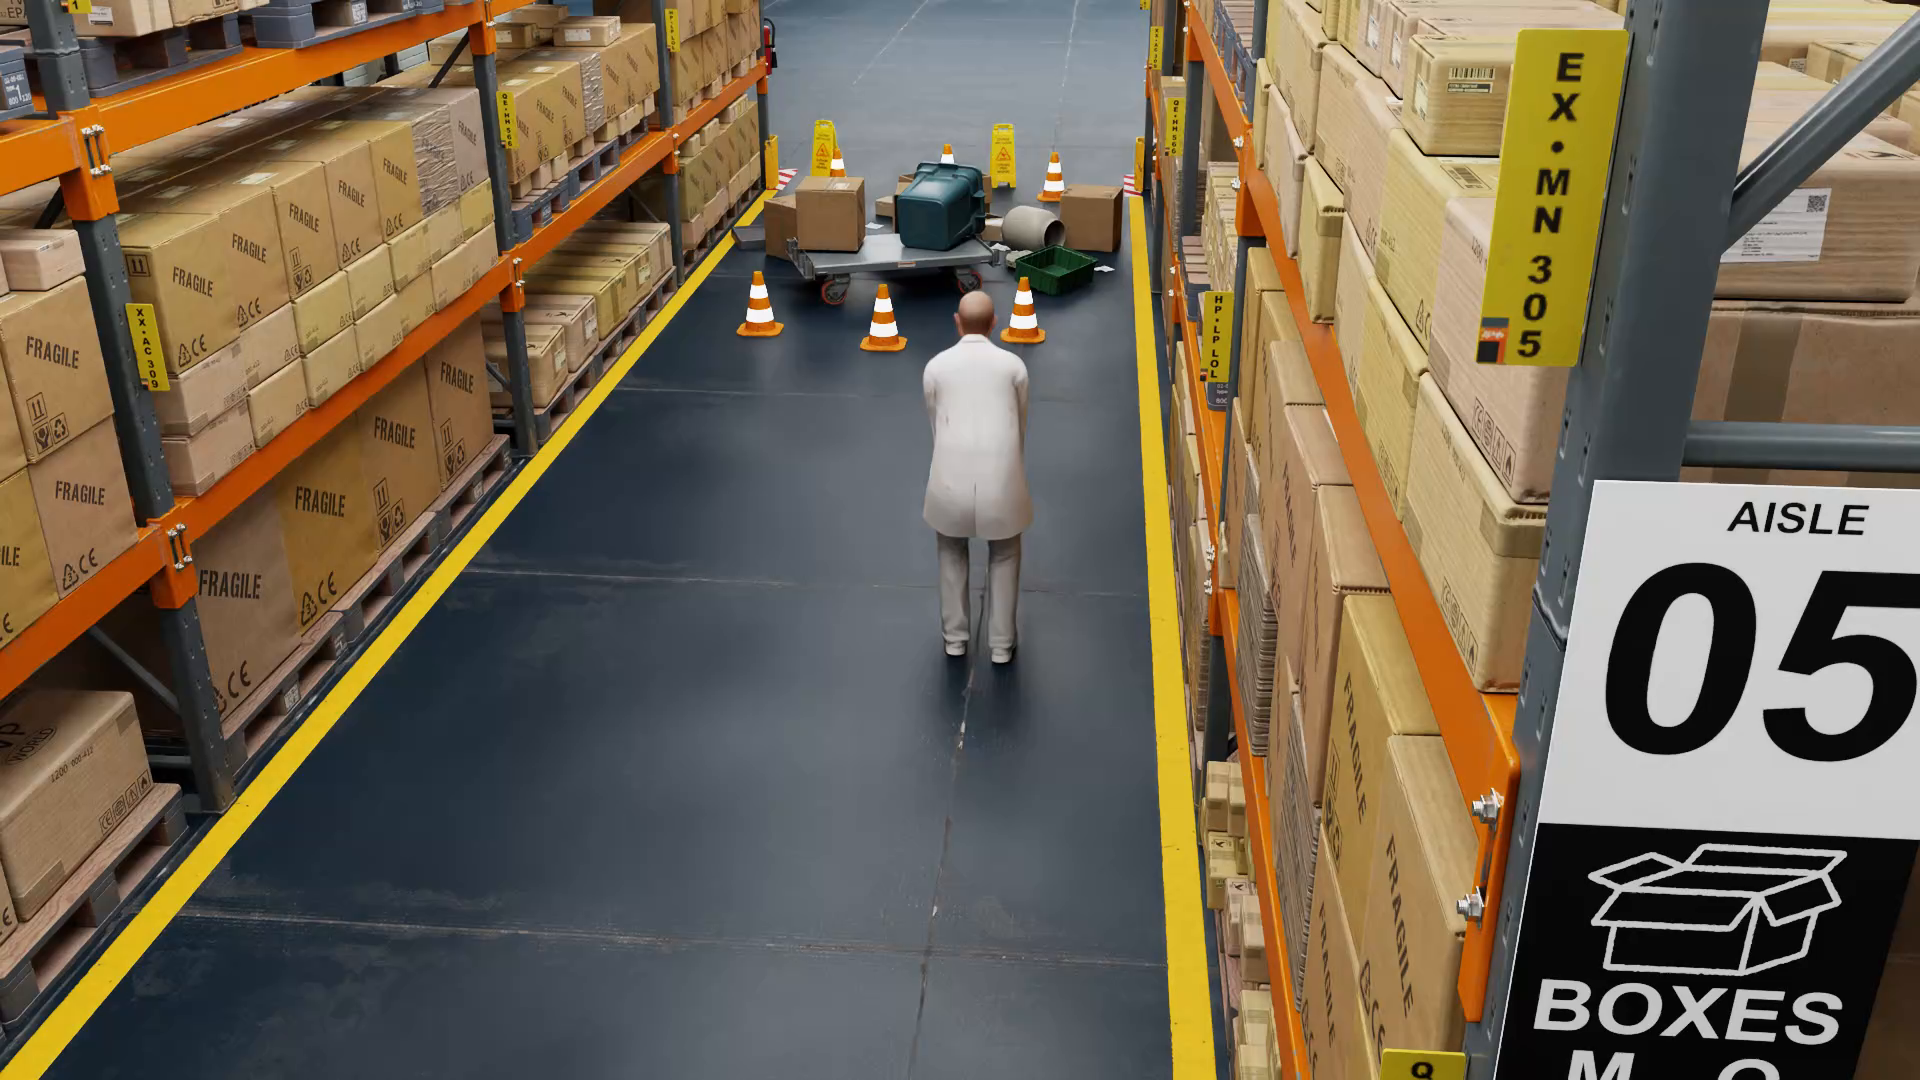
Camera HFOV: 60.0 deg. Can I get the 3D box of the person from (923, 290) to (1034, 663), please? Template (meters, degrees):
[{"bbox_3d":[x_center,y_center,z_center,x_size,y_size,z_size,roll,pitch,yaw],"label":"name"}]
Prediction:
[{"bbox_3d":[0.093,-0.248,7.872,0.529,1.624,0.598,2,24,4],"label":"person"}]
